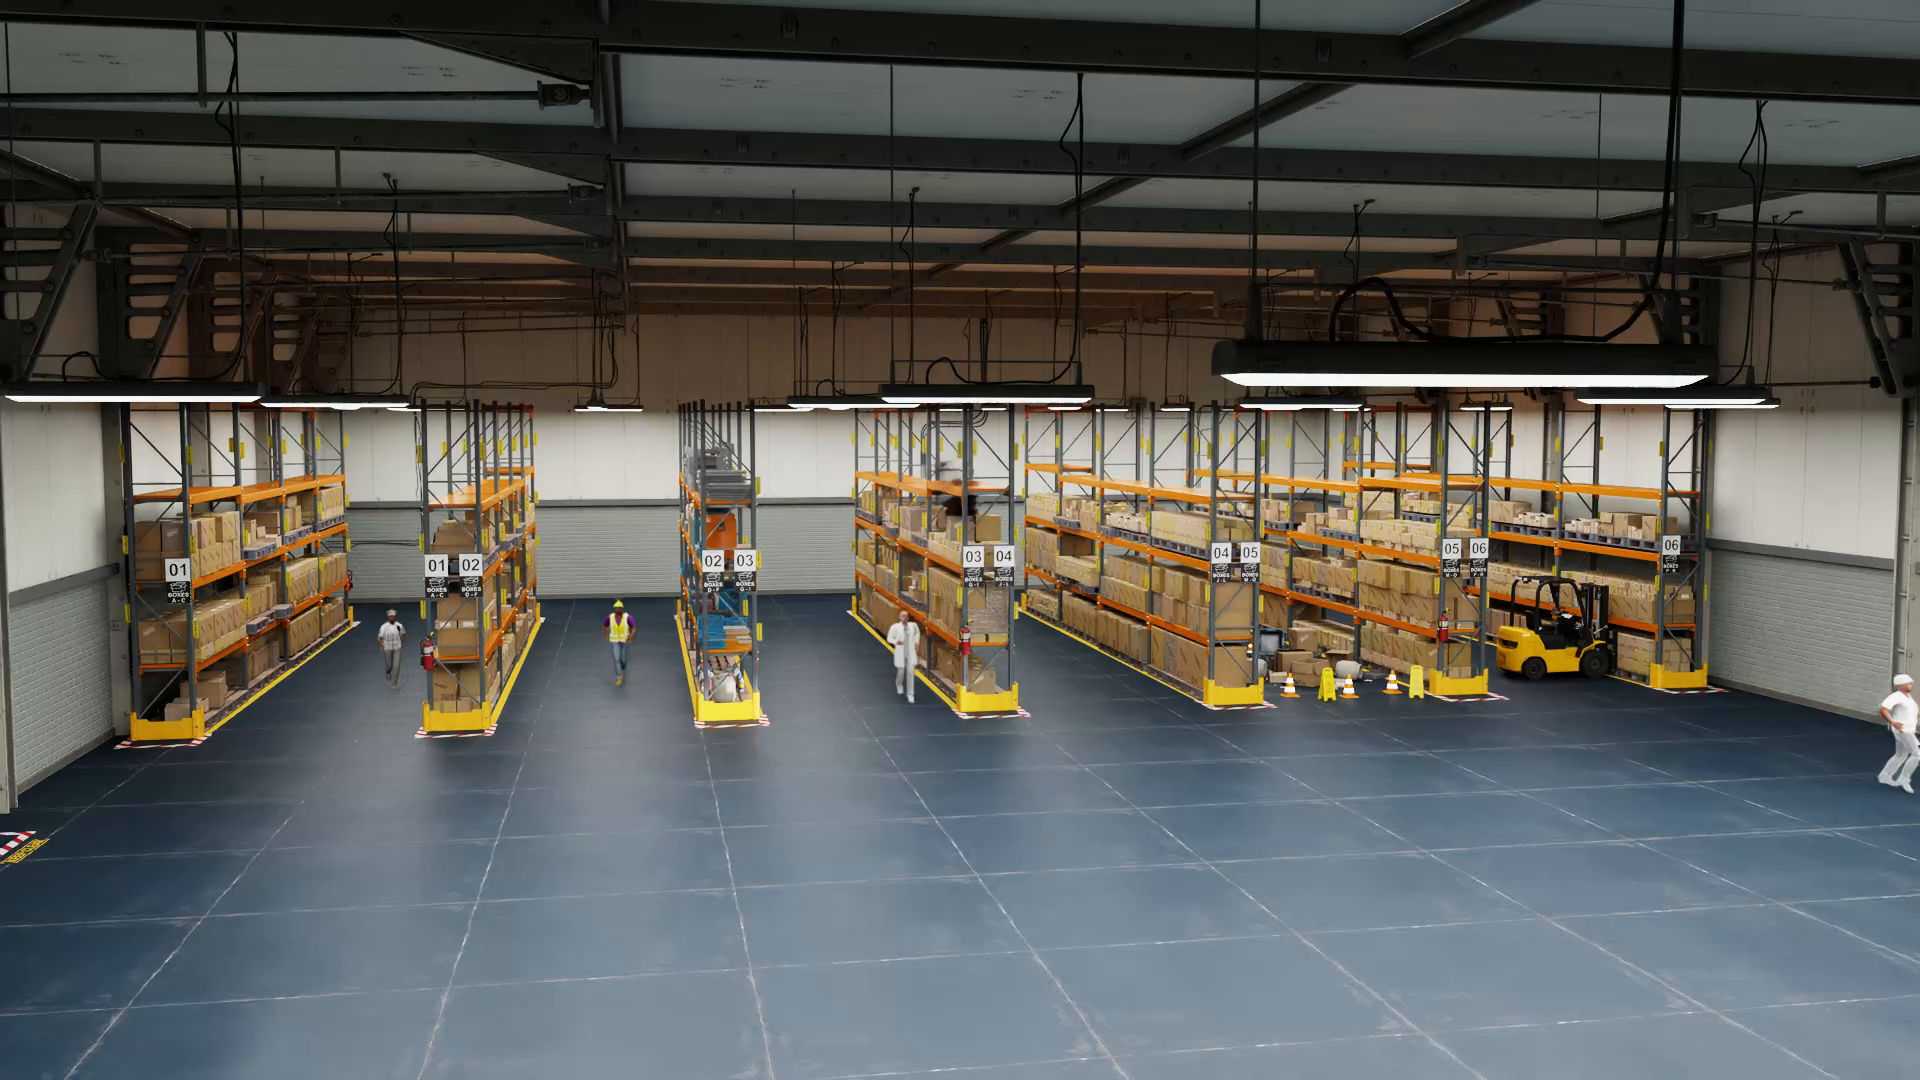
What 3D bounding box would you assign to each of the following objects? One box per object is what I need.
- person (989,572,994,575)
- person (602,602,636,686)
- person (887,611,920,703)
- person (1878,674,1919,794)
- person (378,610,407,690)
[{"bbox_3d":[1.111,1.374,46.041,0.677,1.825,0.905,0,4,-4],"label":"person"},{"bbox_3d":[-7.263,2.181,35.490,0.711,1.765,0.872,-1,4,-13],"label":"person"},{"bbox_3d":[-1.123,2.307,33.363,0.689,1.798,1.049,-1,4,-12],"label":"person"},{"bbox_3d":[14.363,2.943,25.258,0.696,1.809,0.674,3,5,36],"label":"person"},{"bbox_3d":[-11.857,2.280,34.765,0.578,1.670,0.669,-2,5,-25],"label":"person"}]
